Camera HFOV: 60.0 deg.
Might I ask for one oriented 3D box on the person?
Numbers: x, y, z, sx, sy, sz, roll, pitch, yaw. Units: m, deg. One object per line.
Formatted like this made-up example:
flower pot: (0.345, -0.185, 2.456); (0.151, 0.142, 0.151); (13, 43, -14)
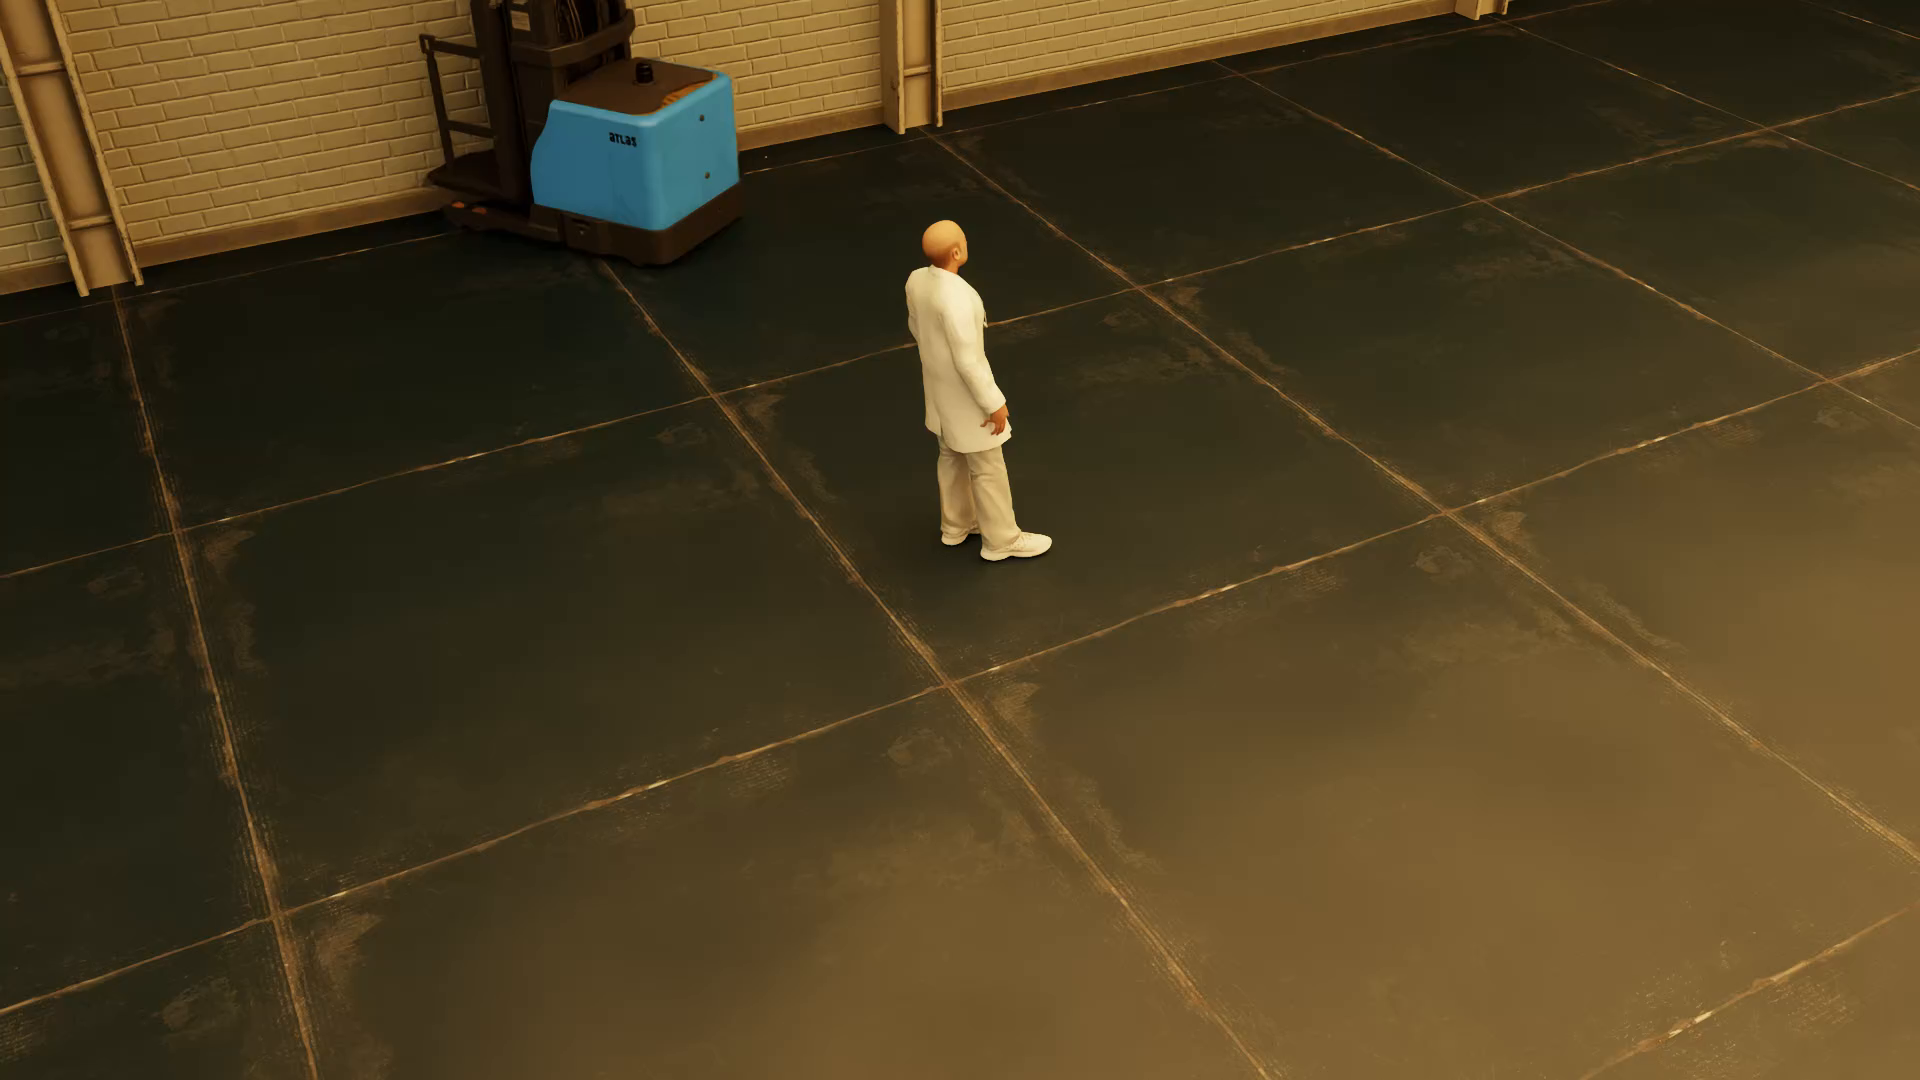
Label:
person: (0.082, -0.753, 8.176); (0.581, 1.775, 0.696); (-17, 39, -23)

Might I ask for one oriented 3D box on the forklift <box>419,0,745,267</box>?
forklift: (-3.085, -3.628, 11.255); (3.031, 2.935, 1.130); (16, 38, 22)
